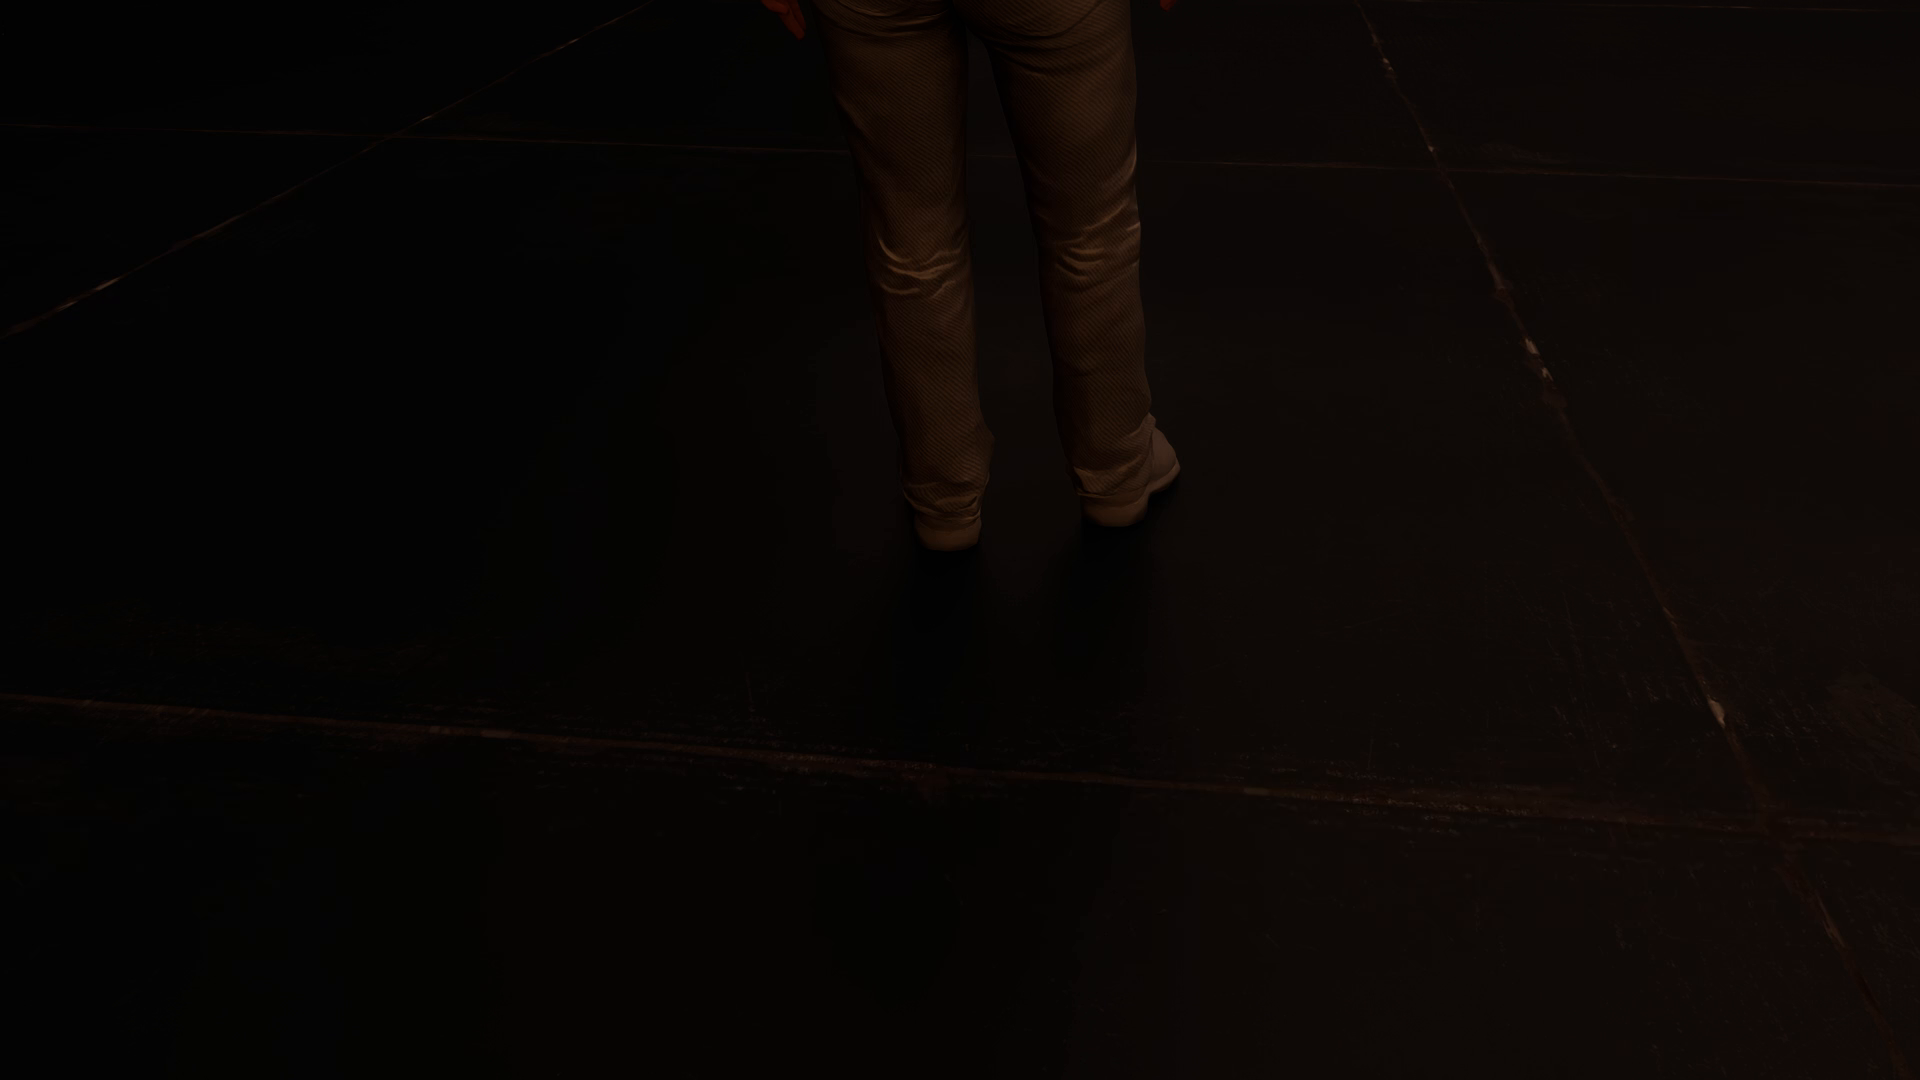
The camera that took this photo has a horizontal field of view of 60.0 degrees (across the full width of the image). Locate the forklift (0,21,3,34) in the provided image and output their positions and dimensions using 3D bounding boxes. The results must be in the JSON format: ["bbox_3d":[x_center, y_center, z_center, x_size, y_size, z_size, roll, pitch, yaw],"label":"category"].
[{"bbox_3d":[-4.875,-3.367,5.967,3.031,2.935,1.130,23,35,38],"label":"forklift"}]

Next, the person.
[{"bbox_3d":[0.016,-0.827,2.155,0.632,1.773,0.568,3,27,7],"label":"person"}]
